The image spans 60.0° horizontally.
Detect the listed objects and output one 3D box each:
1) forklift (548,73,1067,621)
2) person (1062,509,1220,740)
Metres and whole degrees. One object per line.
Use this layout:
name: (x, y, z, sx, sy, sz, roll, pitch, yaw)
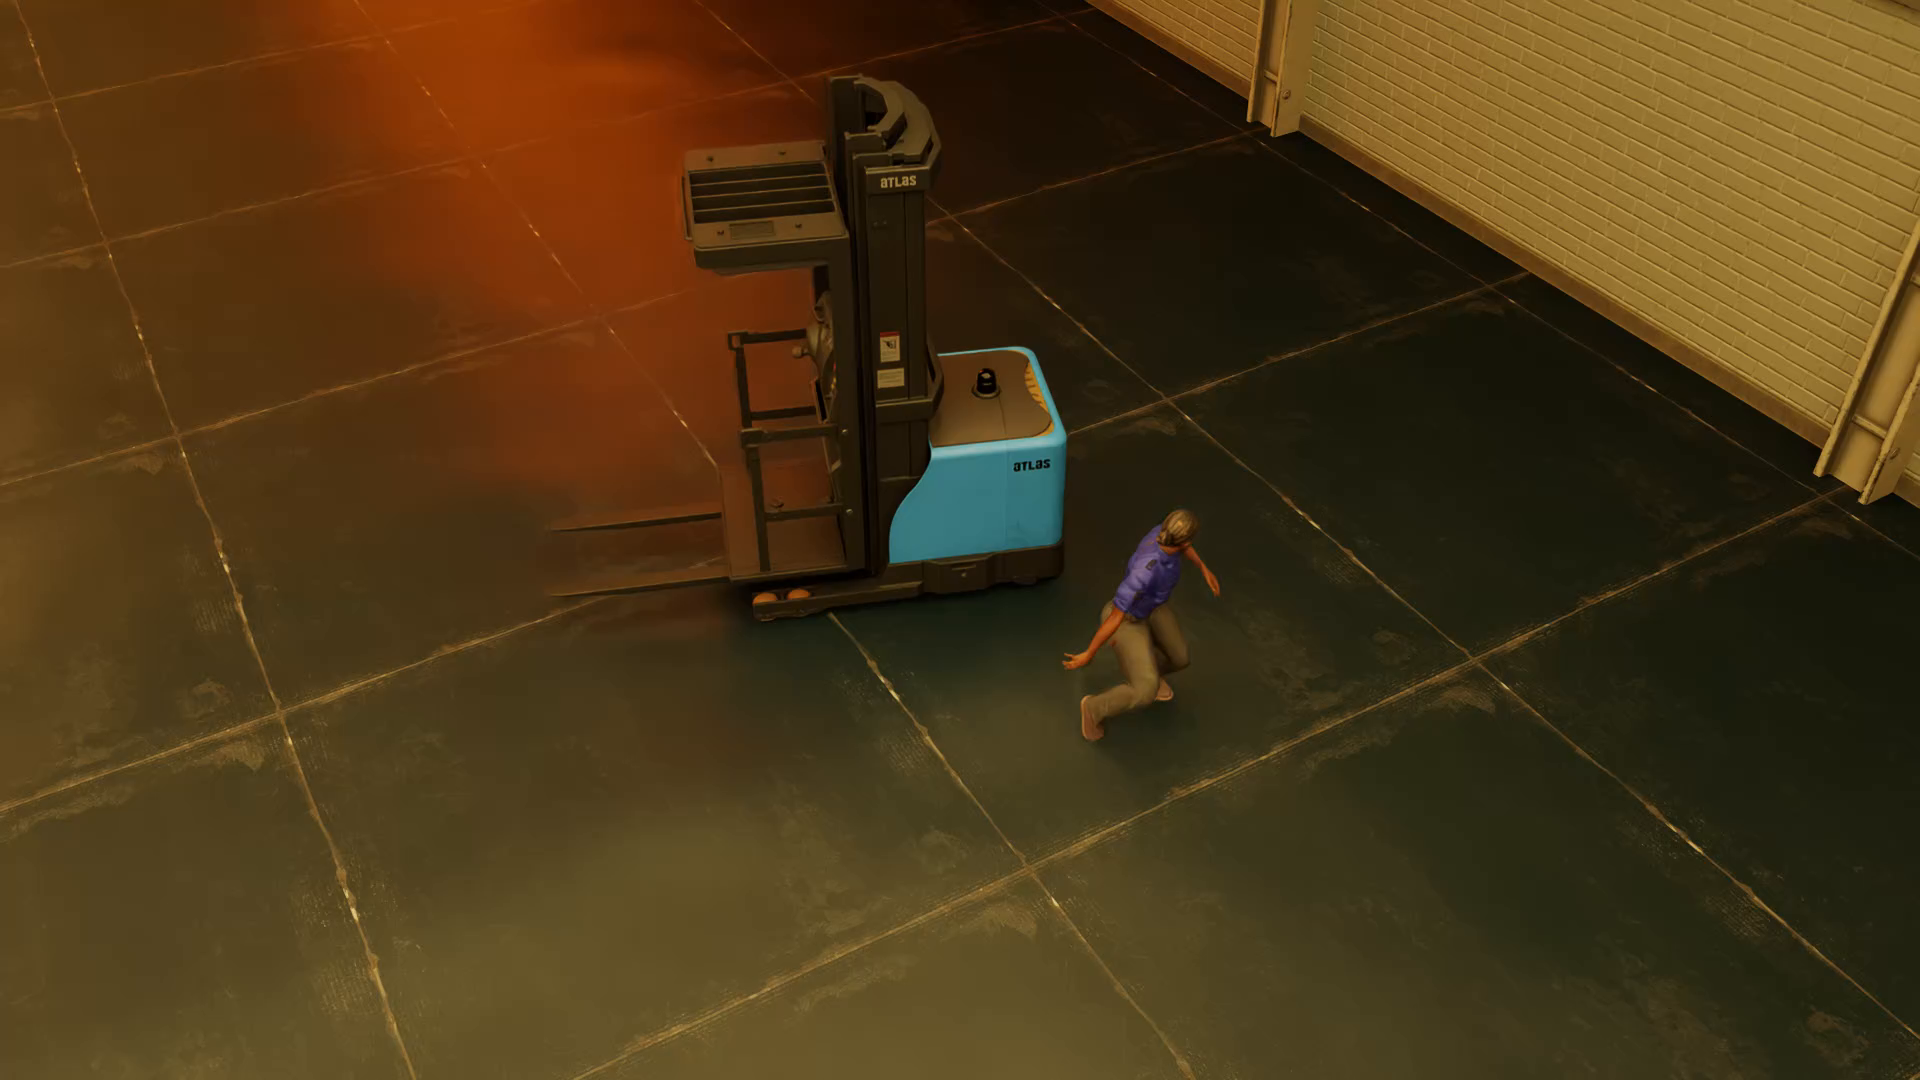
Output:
forklift: (-0.946, -1.019, 9.265, 3.031, 2.935, 1.130, -7, 40, -8)
person: (0.947, 0.453, 8.680, 0.461, 1.536, 0.916, 25, 46, 27)
